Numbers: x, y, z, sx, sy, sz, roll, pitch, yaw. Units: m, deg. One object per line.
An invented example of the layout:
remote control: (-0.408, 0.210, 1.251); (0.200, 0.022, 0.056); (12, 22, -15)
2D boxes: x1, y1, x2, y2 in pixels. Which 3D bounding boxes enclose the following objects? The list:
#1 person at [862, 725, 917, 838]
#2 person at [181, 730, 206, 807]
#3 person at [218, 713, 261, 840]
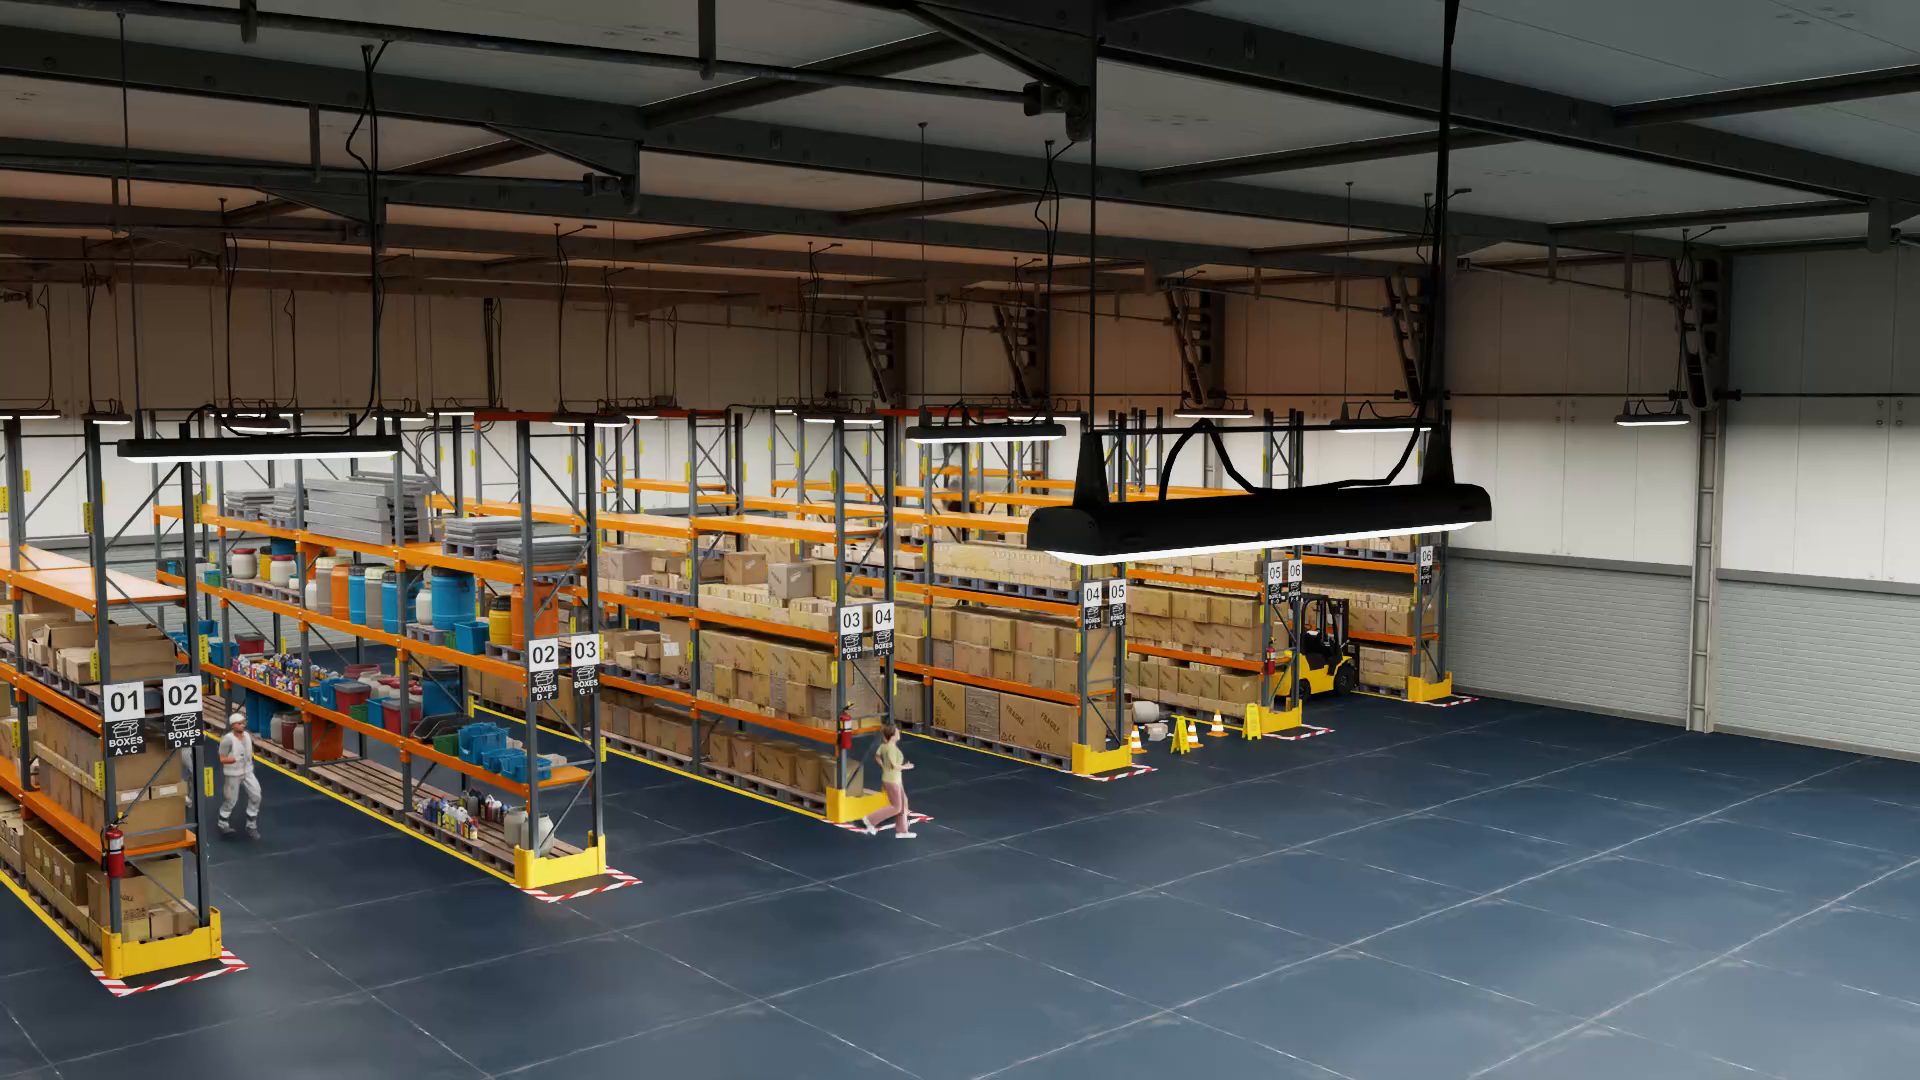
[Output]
person: (-1.011, 3.434, 23.587); (0.789, 1.638, 0.581); (-1, 5, -15)
person: (-11.819, 3.291, 25.504); (0.662, 1.592, 0.507); (3, 6, 29)
person: (-10.251, 3.366, 23.645); (0.803, 1.832, 0.593); (3, 6, 32)
